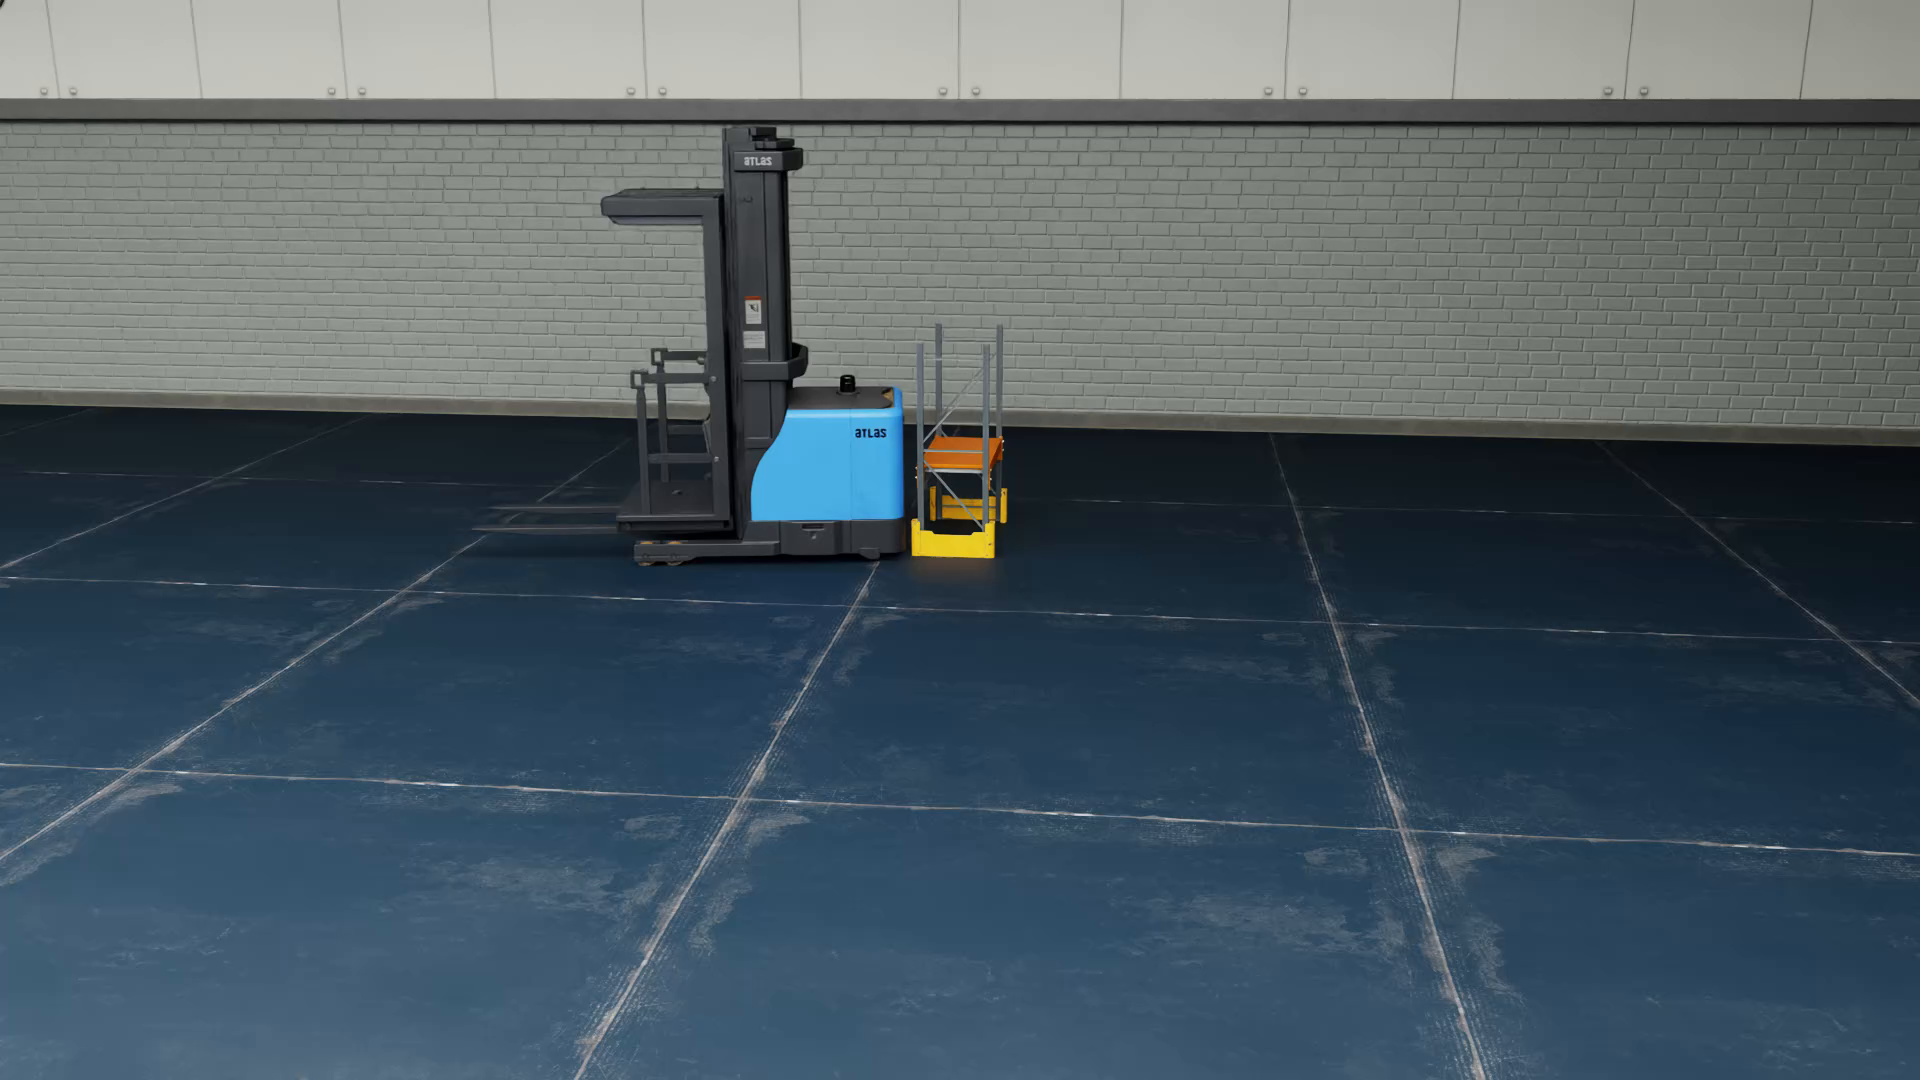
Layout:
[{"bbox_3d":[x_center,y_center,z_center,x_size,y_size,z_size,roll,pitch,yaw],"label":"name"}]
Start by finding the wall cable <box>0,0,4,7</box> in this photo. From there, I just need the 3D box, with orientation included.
[{"bbox_3d":[-10.445,-7.409,15.809,2.305,6.003,0.169,2,15,6],"label":"wall cable"}]

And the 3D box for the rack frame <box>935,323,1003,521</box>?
[{"bbox_3d":[0.067,-0.878,12.536,0.500,1.500,0.032,2,15,6],"label":"rack frame"}]

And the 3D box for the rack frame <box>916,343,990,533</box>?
[{"bbox_3d":[-0.048,-0.614,11.561,0.500,1.500,0.032,2,15,6],"label":"rack frame"}]

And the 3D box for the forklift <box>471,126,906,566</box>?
[{"bbox_3d":[-1.909,-1.377,11.638,3.031,2.935,1.130,-1,15,-2],"label":"forklift"}]

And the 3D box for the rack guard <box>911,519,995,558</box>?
[{"bbox_3d":[-0.048,-0.011,11.725,0.587,0.250,0.087,2,15,6],"label":"rack guard"}]

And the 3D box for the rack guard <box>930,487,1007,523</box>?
[{"bbox_3d":[0.065,-0.270,12.680,0.587,0.250,0.087,2,15,6],"label":"rack guard"}]

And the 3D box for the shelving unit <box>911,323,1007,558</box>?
[{"bbox_3d":[0.009,-0.744,12.039,0.587,1.500,1.083,2,15,6],"label":"shelving unit"}]

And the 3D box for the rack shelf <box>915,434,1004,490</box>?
[{"bbox_3d":[0.010,-0.572,12.095,0.538,0.185,1.000,2,15,6],"label":"rack shelf"}]
